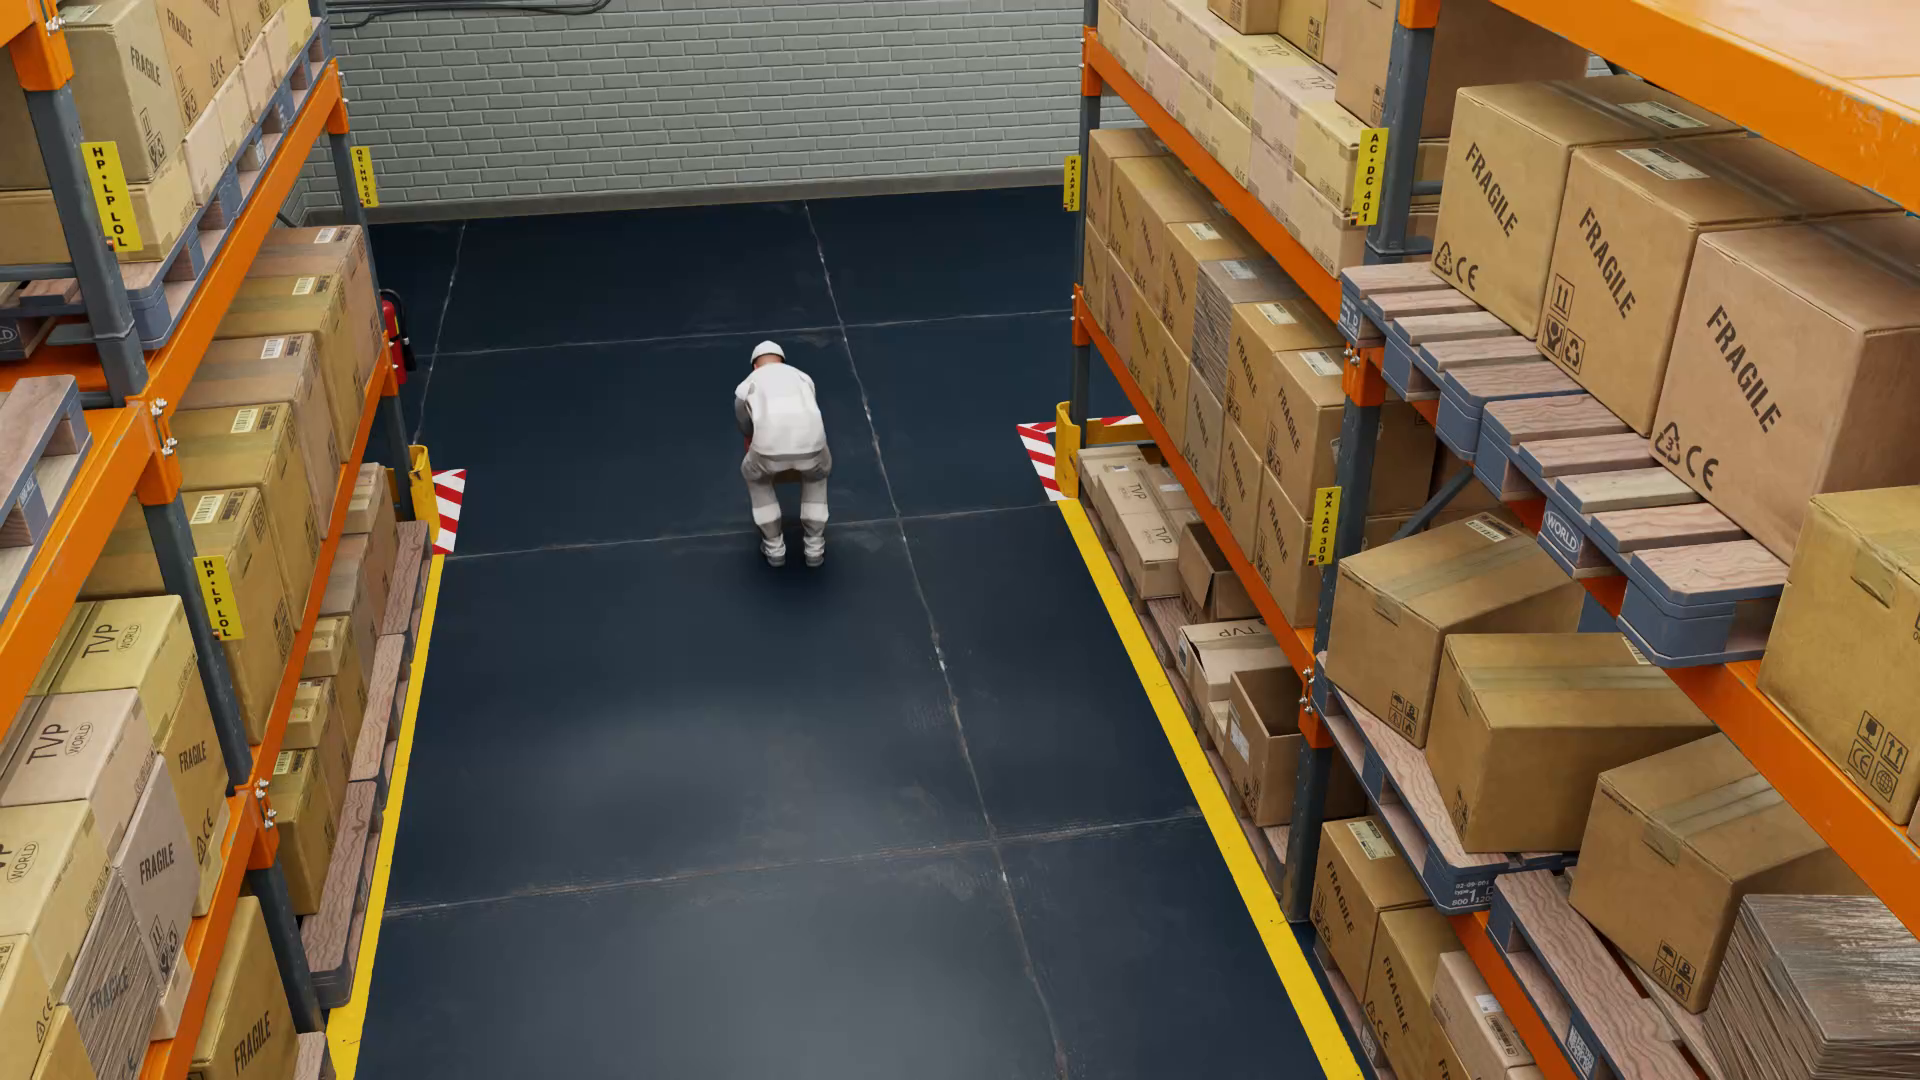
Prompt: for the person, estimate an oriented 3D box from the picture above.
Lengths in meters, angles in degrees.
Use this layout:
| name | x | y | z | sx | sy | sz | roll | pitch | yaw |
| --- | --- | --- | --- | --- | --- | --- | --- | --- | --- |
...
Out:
| name | x | y | z | sx | sy | sz | roll | pitch | yaw |
| --- | --- | --- | --- | --- | --- | --- | --- | --- | --- |
| person | -1.014 | -0.476 | 9.568 | 0.512 | 1.136 | 0.950 | -7 | 31 | -11 |
